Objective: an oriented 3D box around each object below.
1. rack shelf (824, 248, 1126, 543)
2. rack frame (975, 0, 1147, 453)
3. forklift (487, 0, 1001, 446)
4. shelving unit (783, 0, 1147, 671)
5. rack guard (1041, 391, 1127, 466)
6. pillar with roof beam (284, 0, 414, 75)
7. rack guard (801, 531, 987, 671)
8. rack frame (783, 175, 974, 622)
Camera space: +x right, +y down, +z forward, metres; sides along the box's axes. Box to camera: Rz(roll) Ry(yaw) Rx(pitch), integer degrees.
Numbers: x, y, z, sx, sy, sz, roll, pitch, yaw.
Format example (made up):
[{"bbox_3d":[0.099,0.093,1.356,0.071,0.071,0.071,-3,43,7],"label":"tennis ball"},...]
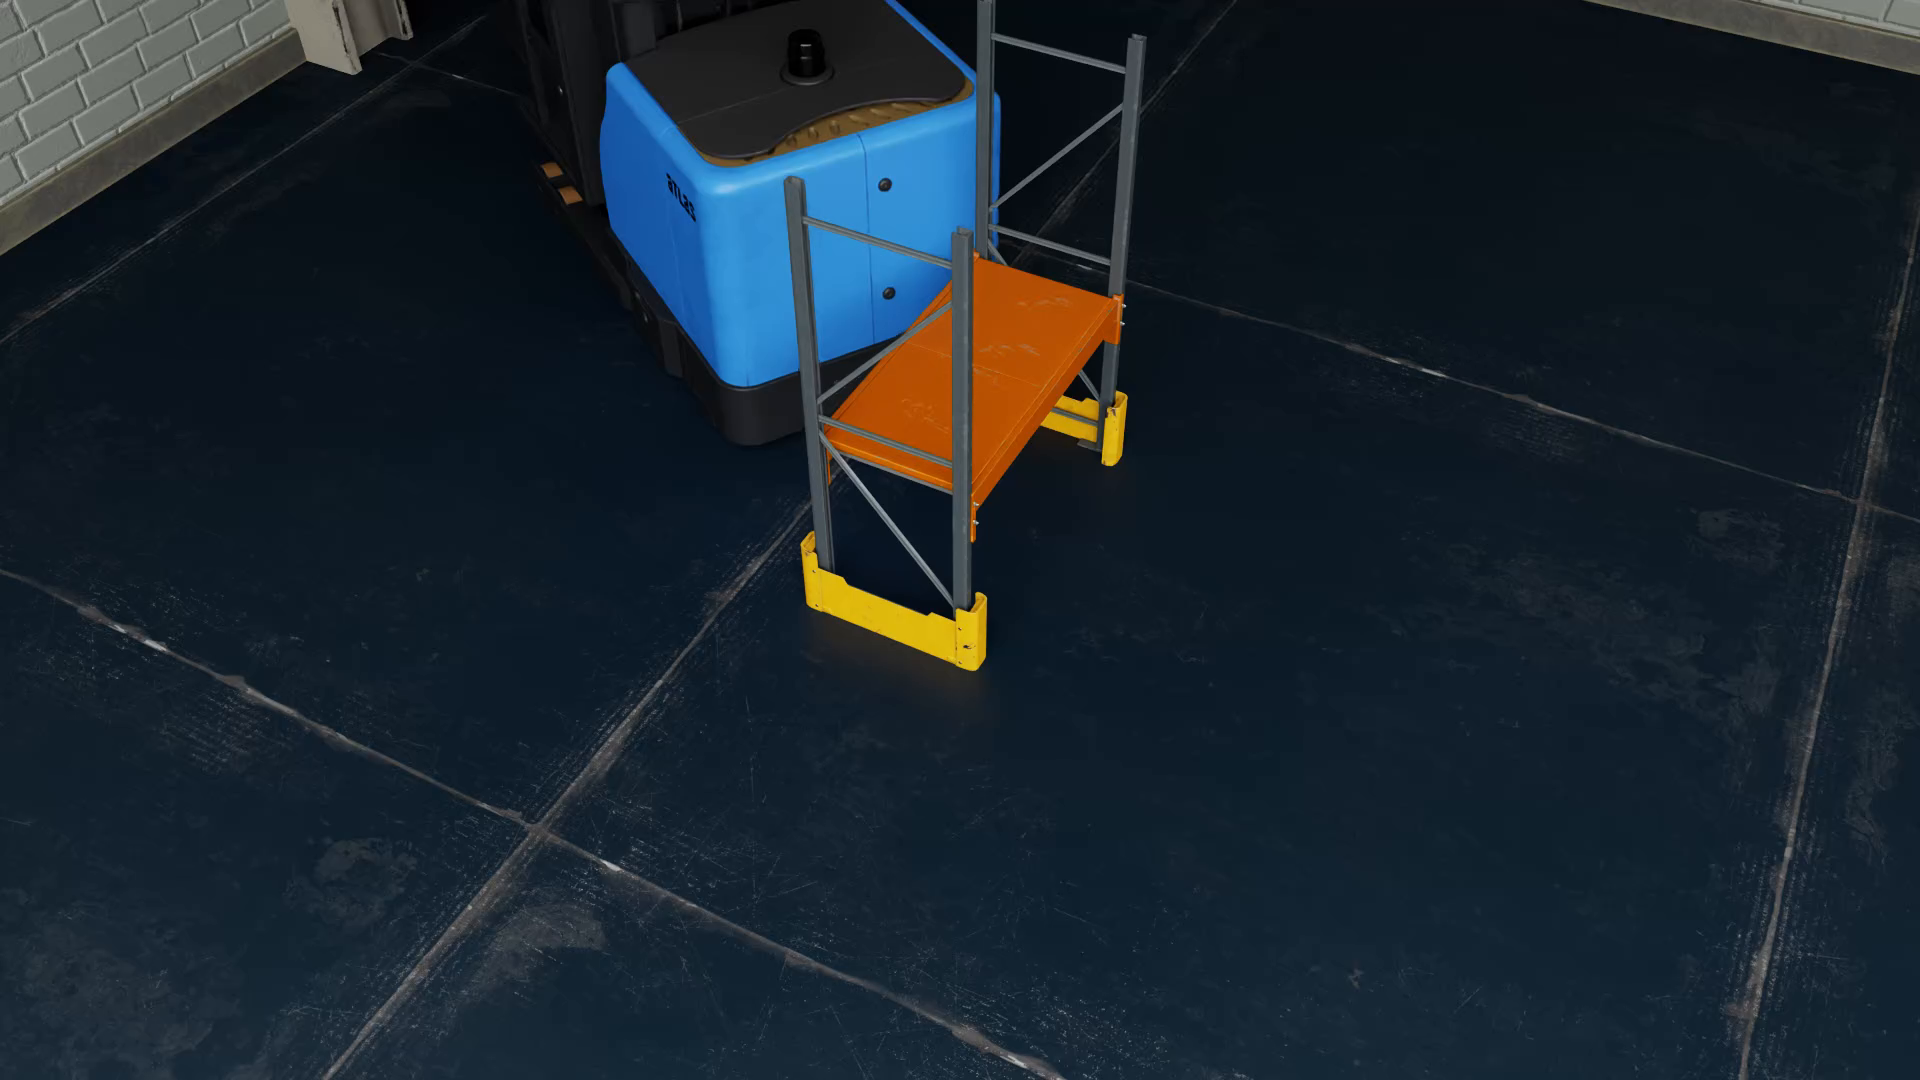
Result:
[{"bbox_3d":[0.040,-0.455,4.898,0.538,0.185,1.000,20,49,19],"label":"rack shelf"},{"bbox_3d":[0.276,-0.901,5.086,0.500,1.500,0.032,20,49,19],"label":"rack frame"},{"bbox_3d":[-1.020,-2.381,5.542,1.130,2.935,3.031,-22,49,-20],"label":"forklift"},{"bbox_3d":[0.035,-0.575,4.764,0.587,1.500,1.083,20,49,19],"label":"shelving unit"},{"bbox_3d":[0.267,-0.450,5.519,0.587,0.250,0.087,20,49,19],"label":"rack guard"},{"bbox_3d":[1.126,-3.946,2.823,9.100,9.000,0.400,20,49,19],"label":"pillar with roof beam"},{"bbox_3d":[-0.196,0.178,4.898,0.587,0.250,0.087,20,49,19],"label":"rack guard"},{"bbox_3d":[-0.196,-0.261,4.453,0.500,1.500,0.032,20,49,19],"label":"rack frame"}]
